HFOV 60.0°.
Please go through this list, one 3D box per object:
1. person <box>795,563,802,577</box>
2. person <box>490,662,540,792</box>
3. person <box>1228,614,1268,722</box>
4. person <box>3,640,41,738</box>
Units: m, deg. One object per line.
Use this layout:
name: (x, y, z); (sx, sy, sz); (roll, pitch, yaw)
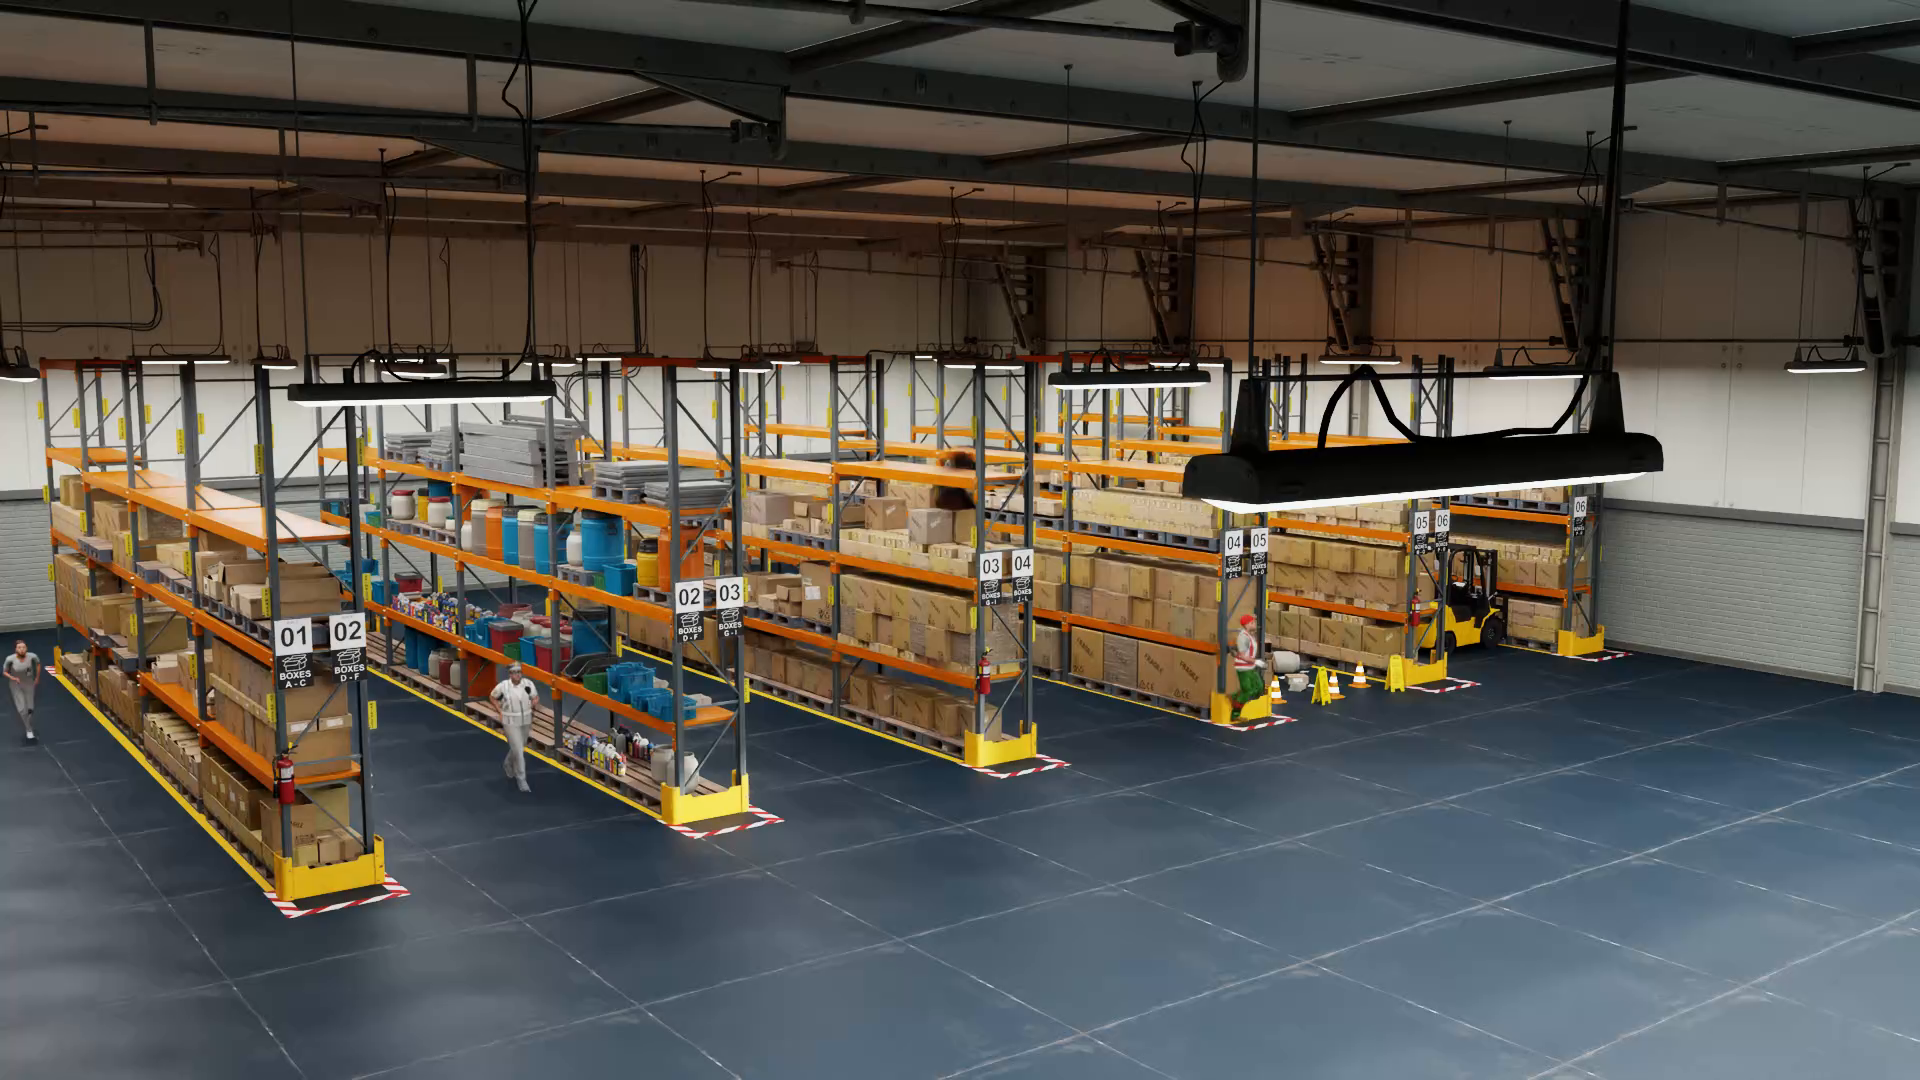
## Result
person: (-3.310, 1.282, 34.987); (0.908, 1.672, 0.618); (6, 9, 43)
person: (-6.297, 2.615, 23.703); (0.637, 1.828, 0.872); (-6, 9, -41)
person: (4.598, 2.036, 26.377); (0.611, 1.743, 0.685); (3, 7, 22)
person: (-14.974, 2.361, 26.588); (0.545, 1.602, 0.703); (-4, 8, -30)
